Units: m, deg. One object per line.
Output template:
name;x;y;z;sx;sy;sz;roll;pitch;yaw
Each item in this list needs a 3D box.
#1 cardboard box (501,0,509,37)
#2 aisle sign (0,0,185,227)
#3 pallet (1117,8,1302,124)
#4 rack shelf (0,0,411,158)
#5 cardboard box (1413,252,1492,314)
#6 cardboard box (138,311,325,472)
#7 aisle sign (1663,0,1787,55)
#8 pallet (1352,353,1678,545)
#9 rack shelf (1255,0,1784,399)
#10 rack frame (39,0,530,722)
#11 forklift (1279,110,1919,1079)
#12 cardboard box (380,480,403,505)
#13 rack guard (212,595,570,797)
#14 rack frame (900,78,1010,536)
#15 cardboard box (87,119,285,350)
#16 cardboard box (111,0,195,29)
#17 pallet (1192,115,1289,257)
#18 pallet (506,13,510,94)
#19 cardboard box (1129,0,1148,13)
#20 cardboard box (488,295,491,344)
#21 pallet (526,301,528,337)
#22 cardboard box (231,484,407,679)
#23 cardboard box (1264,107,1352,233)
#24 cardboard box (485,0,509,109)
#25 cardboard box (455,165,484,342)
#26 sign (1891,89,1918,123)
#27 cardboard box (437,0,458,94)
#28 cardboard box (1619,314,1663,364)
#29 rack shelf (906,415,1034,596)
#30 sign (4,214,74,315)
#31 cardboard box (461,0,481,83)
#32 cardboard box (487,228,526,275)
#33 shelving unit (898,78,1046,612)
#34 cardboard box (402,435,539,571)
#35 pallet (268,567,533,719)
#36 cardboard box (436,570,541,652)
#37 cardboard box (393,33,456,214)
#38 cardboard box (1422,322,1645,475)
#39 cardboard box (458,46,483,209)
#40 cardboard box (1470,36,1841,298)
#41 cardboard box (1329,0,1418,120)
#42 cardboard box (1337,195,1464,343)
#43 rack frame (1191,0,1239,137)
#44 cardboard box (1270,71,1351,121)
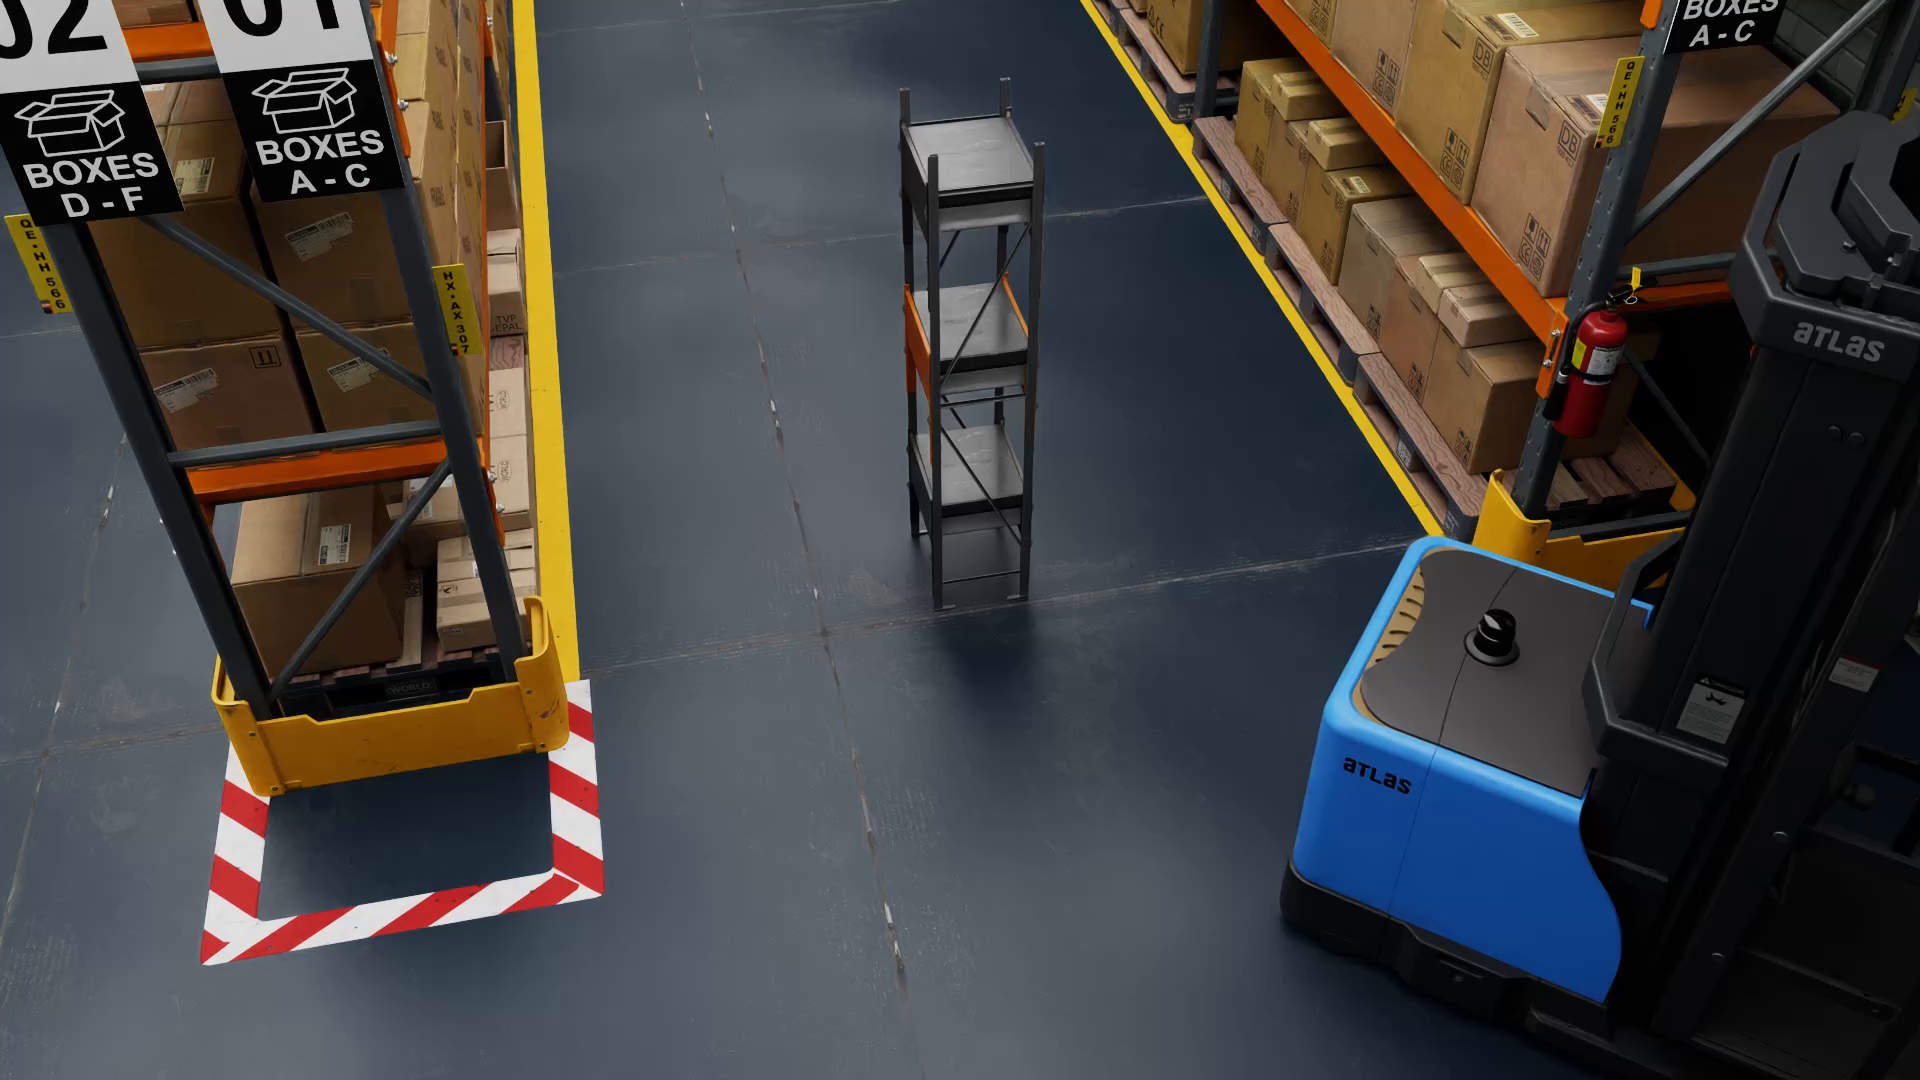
cardboard box;-3.147;-3.473;10.455;0.500;0.500;0.500;-10;43;-11
aisle sign;-2.366;-1.189;4.372;0.394;0.787;0.004;-8;42;-9
pallet;1.651;-3.057;10.535;1.003;0.211;1.213;-8;42;-9
rack shelf;-2.514;-2.455;6.038;1.077;0.370;4.000;-8;42;-9
cardboard box;2.244;-1.144;7.358;0.380;0.149;0.250;-7;42;-8
cardboard box;-2.445;-0.594;5.584;0.500;0.500;0.500;-7;42;-8
aisle sign;2.477;-1.900;5.173;0.394;0.787;0.004;-8;42;-9
pallet;2.505;-0.482;7.634;1.003;0.211;1.213;-8;42;-9
rack shelf;2.322;-2.045;7.836;1.077;0.370;4.000;-8;42;-9
rack frame;-2.082;-0.305;5.334;1.000;3.000;0.127;-8;42;-9
forklift;2.640;0.426;4.562;3.031;2.935;1.130;20;45;21
cardboard box;-2.616;-0.379;7.157;0.500;0.250;0.500;-8;42;-9
rack guard;-2.098;0.580;6.220;1.175;0.500;0.348;-8;42;-9
rack frame;-0.017;-0.836;6.610;0.400;2.100;0.015;-8;42;-9
cardboard box;-2.447;-0.966;5.250;0.500;0.500;0.500;-9;42;-10
cardboard box;-2.450;-1.666;4.721;0.500;0.250;0.500;-8;42;-9
pallet;1.978;-2.063;9.416;1.003;0.211;1.213;-8;42;-9
pallet;-3.425;-3.170;10.662;1.003;0.211;1.213;-8;42;-9
cardboard box;1.429;-3.942;10.734;0.750;0.750;0.750;-7;42;-8
cardboard box;-2.535;-0.912;7.567;0.797;0.503;0.637;-8;42;-9
pallet;-2.798;-1.410;8.680;1.003;0.211;1.213;-8;42;-9
cardboard box;-2.440;0.148;6.376;0.500;0.500;0.500;-8;42;-9
cardboard box;2.057;-2.007;8.818;0.700;0.500;0.500;-9;42;-10
cardboard box;-2.938;-2.821;9.719;0.500;0.500;0.500;-8;42;-9
cardboard box;-2.037;-1.002;6.044;0.500;0.500;0.500;-9;42;-10
sign;3.297;-1.447;5.908;0.100;0.325;0.005;-8;42;-9
cardboard box;-2.254;-2.034;6.453;0.500;0.500;0.500;-9;42;-10
cardboard box;2.728;-0.869;7.048;0.380;0.149;0.250;-8;42;-9
rack shelf;0.036;-0.144;6.906;0.431;0.518;0.480;-8;42;-9
sign;-2.628;-0.790;4.770;0.100;0.325;0.005;-8;42;-9
cardboard box;-2.474;-2.314;7.522;0.500;0.500;0.500;-7;42;-8
cardboard box;-2.406;-1.433;8.421;0.380;0.149;0.250;-8;42;-9
shelving unit;0.036;-0.678;6.432;0.431;2.100;0.503;-8;42;-9
cardboard box;-2.030;-0.159;6.909;0.500;0.250;0.500;-8;42;-9
pallet;-2.271;0.172;6.898;1.003;0.211;1.213;-8;42;-9
cardboard box;-1.837;0.276;6.496;0.380;0.149;0.250;-8;42;-9
cardboard box;-2.041;-1.380;5.716;0.500;0.500;0.500;-8;42;-9
cardboard box;2.505;-0.679;7.322;0.700;0.500;0.500;-8;42;-9
cardboard box;-2.249;-1.652;6.776;0.500;0.500;0.500;-8;42;-9
cardboard box;2.634;-1.459;6.408;0.980;0.700;0.700;-7;42;-7
cardboard box;2.311;-2.424;7.496;0.980;0.700;0.700;-10;43;-11
cardboard box;2.288;-1.329;8.055;0.700;0.500;0.500;-10;42;-11
rack frame;1.891;-3.610;9.058;1.000;3.000;0.127;-8;42;-9
cardboard box;1.848;-2.328;8.691;0.380;0.149;0.250;-7;42;-8
